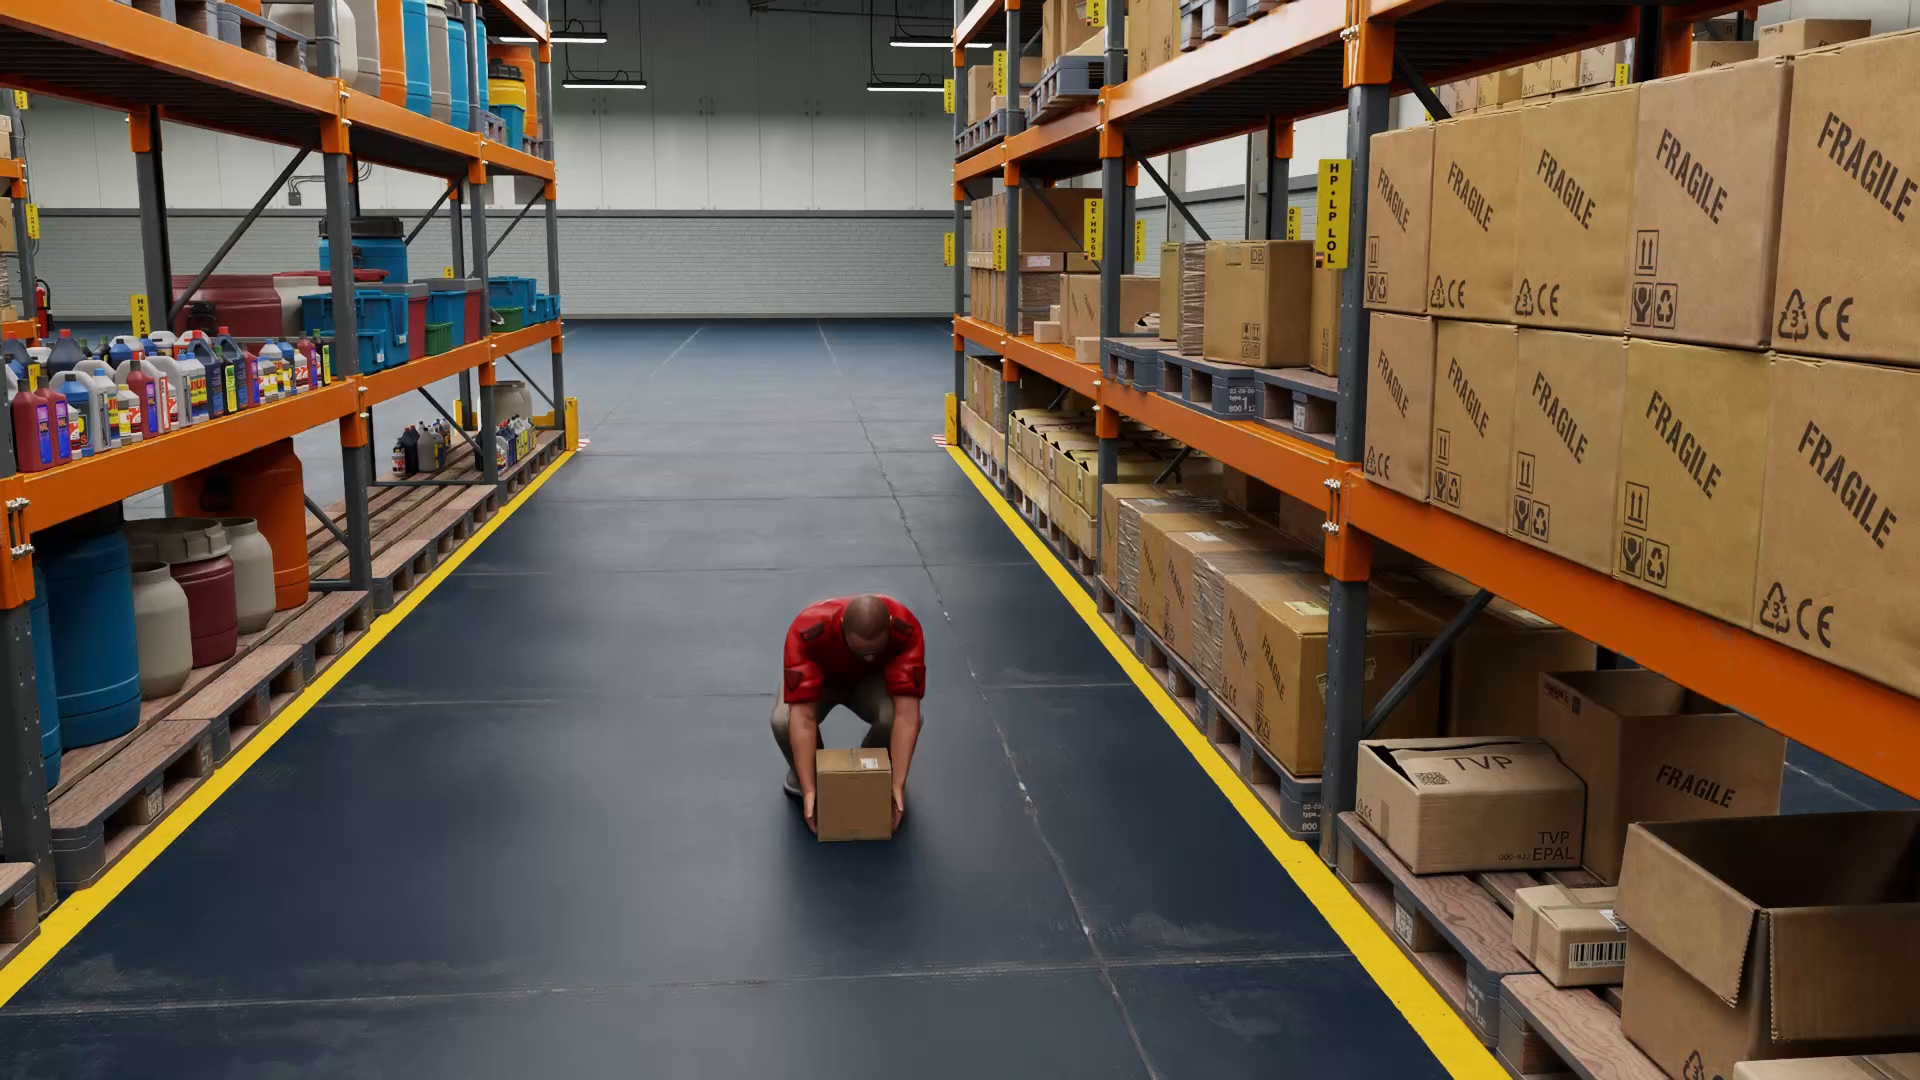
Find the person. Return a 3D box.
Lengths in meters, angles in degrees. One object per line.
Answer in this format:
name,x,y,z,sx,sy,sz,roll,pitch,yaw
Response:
person,-0.410,0.547,6.015,0.554,0.856,0.866,-1,10,-6
